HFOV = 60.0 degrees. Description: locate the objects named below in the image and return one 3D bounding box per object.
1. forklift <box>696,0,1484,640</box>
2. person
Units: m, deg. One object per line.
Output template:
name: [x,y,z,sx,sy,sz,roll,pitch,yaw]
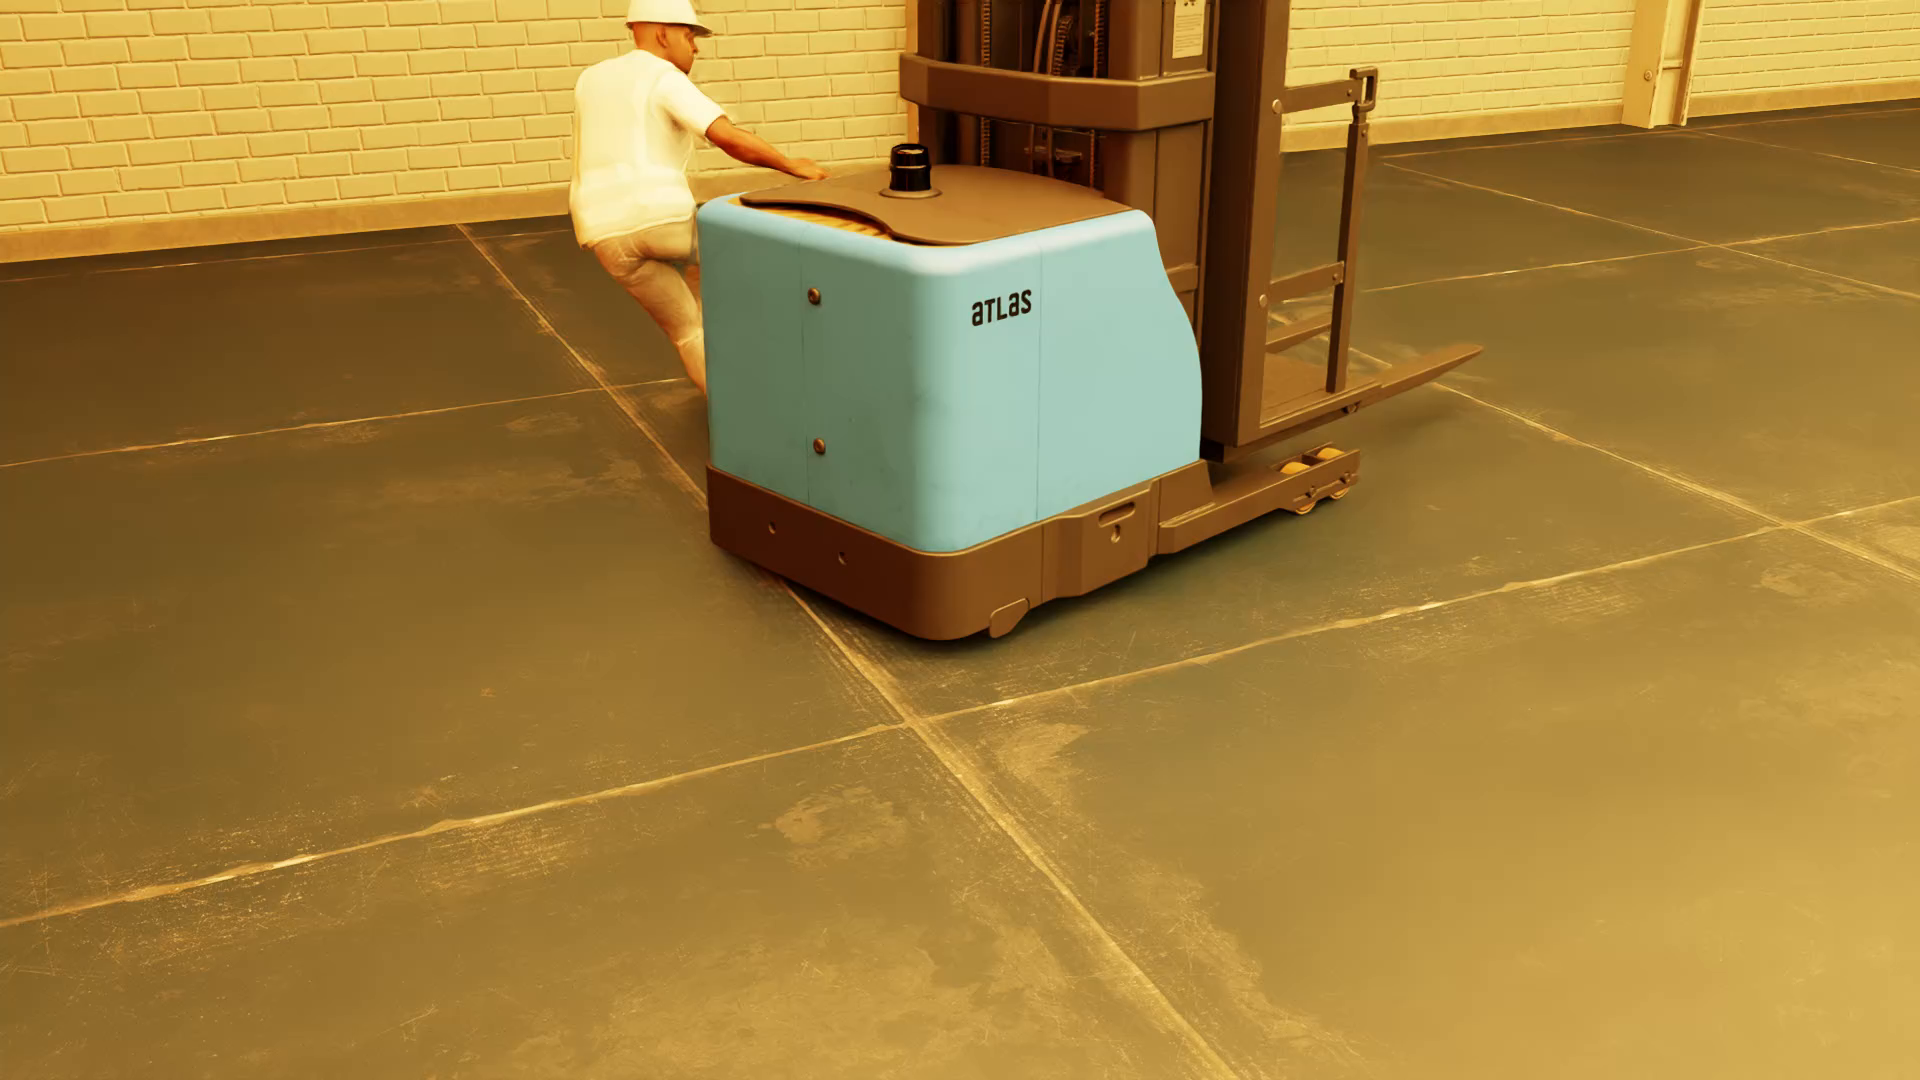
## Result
forklift: [0.664,-1.561,5.043,3.031,2.935,1.130,-21,30,-40]
person: [-0.918,-1.163,5.919,1.039,1.512,0.919,6,23,14]
